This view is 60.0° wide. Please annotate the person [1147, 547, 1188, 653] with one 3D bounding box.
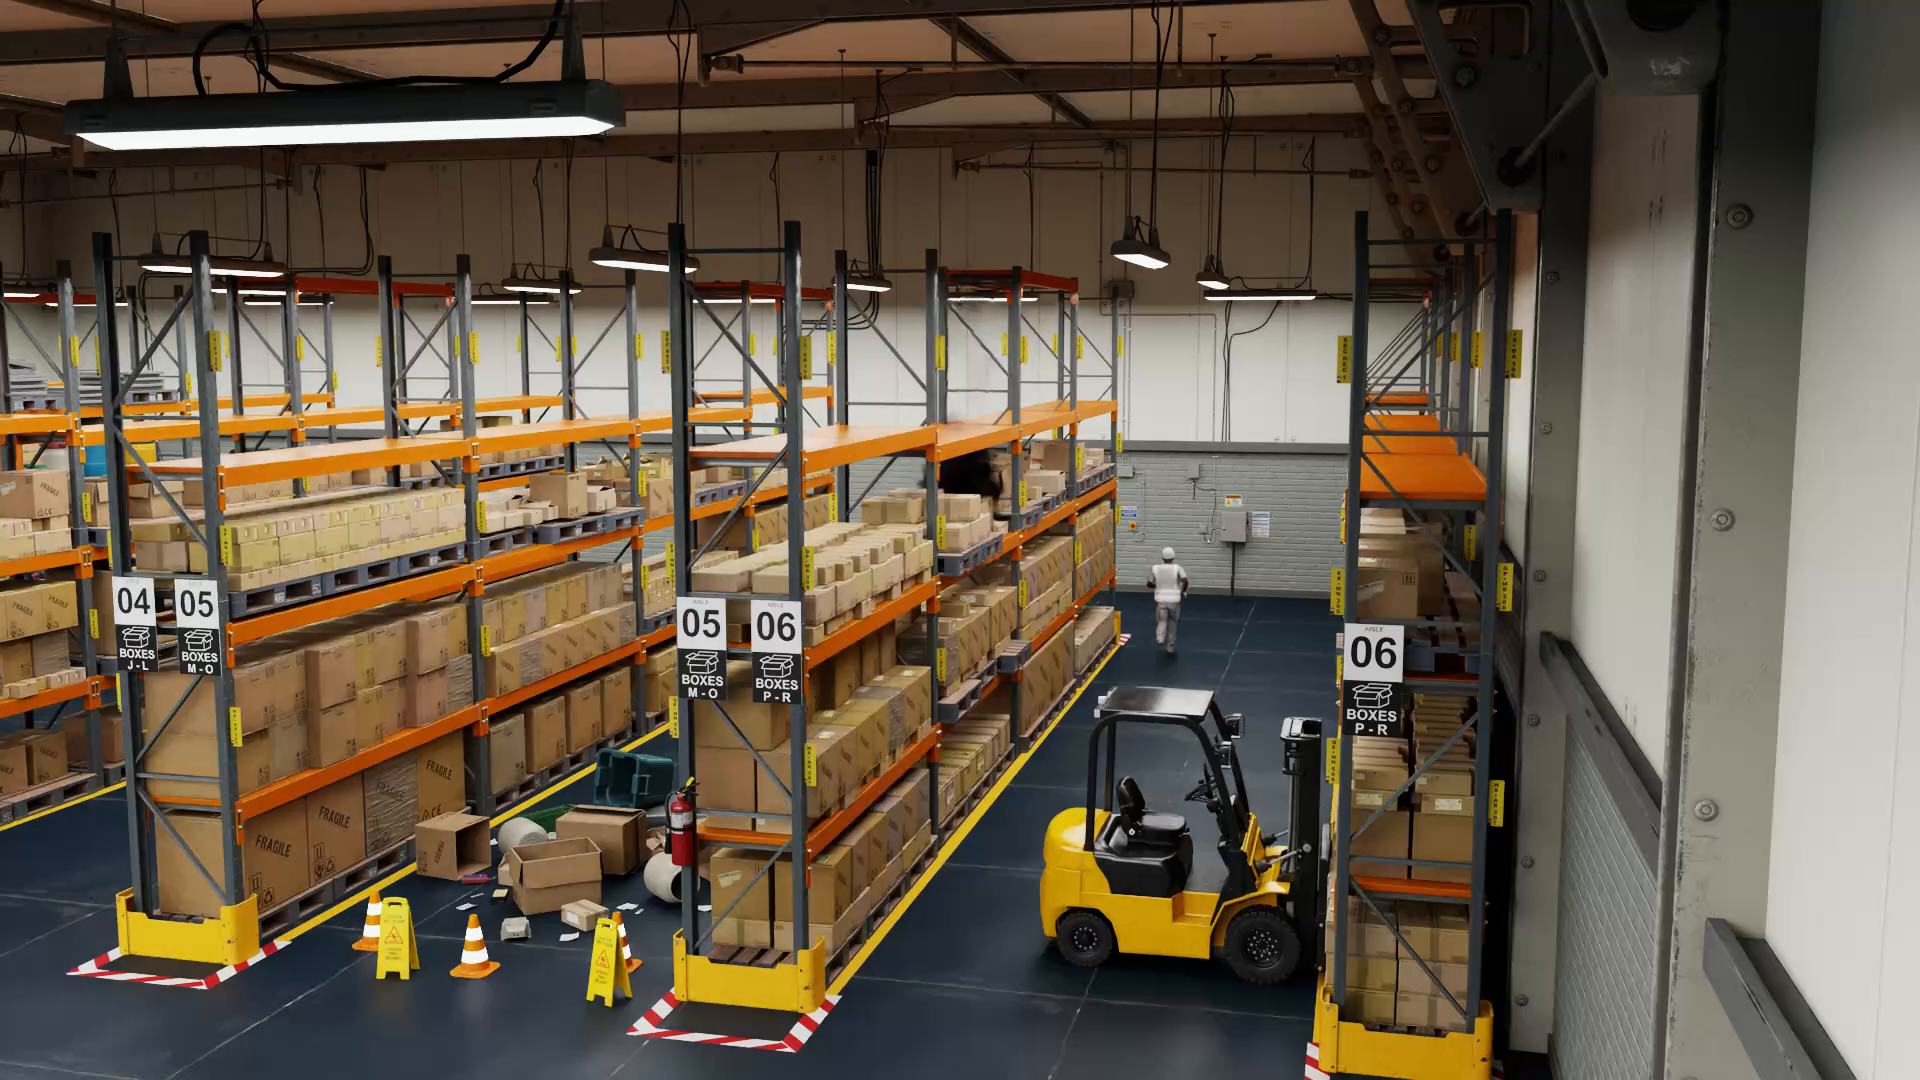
[{"bbox_3d":[3.359,1.004,26.898,0.680,1.783,0.962,2,7,12],"label":"person"}]
